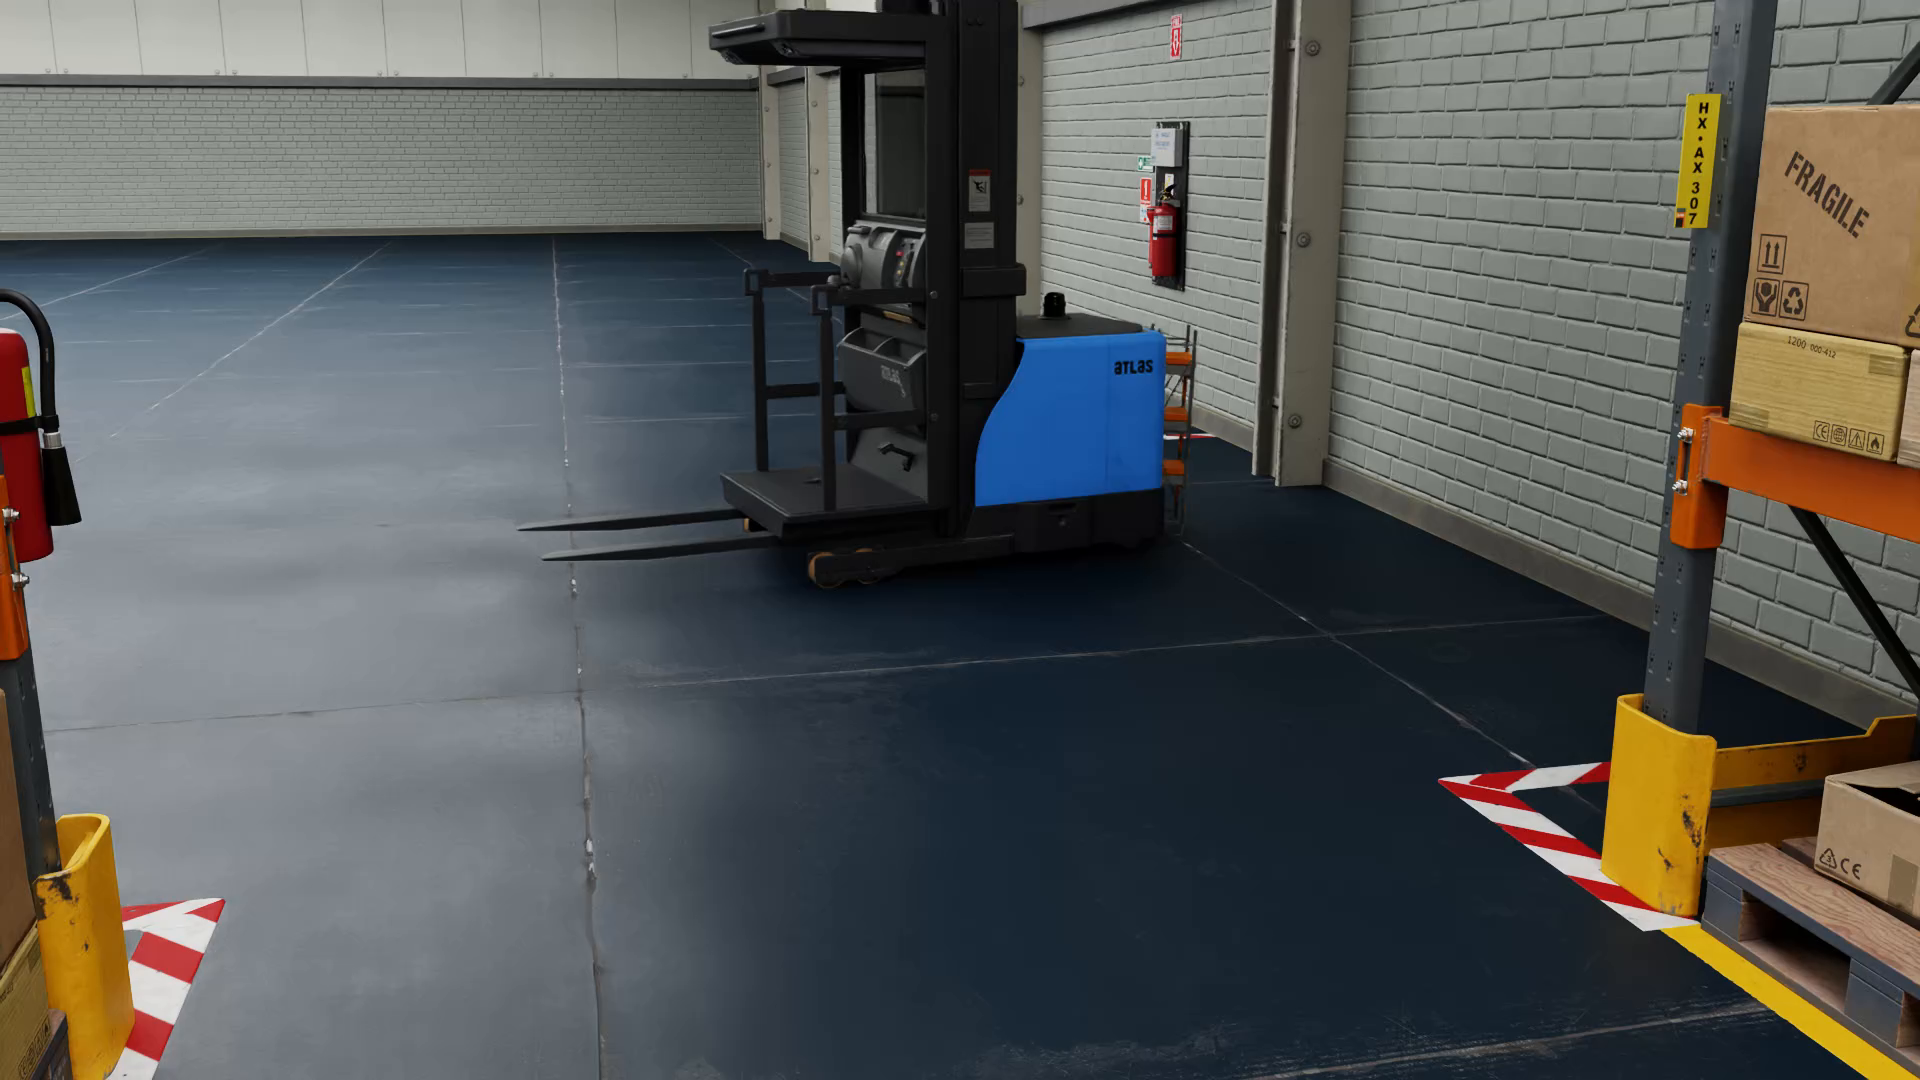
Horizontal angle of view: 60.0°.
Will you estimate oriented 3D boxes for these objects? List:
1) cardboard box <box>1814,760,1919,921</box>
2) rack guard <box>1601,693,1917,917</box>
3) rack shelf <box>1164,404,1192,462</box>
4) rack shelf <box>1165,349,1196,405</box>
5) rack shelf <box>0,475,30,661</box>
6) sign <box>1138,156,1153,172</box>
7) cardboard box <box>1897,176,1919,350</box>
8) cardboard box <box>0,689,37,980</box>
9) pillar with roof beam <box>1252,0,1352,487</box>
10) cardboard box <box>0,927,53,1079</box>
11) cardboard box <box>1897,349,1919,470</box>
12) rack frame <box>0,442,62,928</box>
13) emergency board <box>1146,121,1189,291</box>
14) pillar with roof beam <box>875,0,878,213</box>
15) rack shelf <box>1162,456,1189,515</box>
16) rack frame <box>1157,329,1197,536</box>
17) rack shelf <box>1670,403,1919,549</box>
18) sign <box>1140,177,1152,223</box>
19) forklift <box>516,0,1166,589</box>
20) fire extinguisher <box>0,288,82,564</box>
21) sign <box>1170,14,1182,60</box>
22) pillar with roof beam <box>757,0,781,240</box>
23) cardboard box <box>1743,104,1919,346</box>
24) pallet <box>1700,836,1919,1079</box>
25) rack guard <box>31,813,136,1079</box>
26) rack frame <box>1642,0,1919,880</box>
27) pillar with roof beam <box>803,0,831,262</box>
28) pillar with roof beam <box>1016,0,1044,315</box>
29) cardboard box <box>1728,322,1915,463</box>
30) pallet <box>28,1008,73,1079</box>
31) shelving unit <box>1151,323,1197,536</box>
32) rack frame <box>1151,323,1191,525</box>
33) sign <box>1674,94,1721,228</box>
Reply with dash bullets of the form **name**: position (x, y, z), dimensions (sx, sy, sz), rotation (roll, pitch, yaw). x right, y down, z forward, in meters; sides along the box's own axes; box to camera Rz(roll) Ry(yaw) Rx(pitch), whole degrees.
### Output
- **cardboard box**: position (2.442, 0.704, 3.962), dimensions (0.500, 0.311, 0.500), rotation (-5, 15, -20)
- **rack guard**: position (2.385, 0.679, 4.593), dimensions (1.175, 0.500, 0.348), rotation (-3, 14, -13)
- **rack shelf**: position (1.060, -0.554, 8.511), dimensions (0.215, 0.259, 0.240), rotation (2, 14, -1)
- **rack shelf**: position (1.070, -0.830, 8.444), dimensions (0.215, 0.259, 0.240), rotation (2, 14, -1)
- **rack shelf**: position (-1.978, 0.535, 1.432), dimensions (1.077, 0.370, 4.000), rotation (-3, 14, -13)
- **sign**: position (1.383, -2.802, 12.385), dimensions (0.001, 0.109, 0.331), rotation (-3, 14, -13)
- **cardboard box**: position (2.293, -0.612, 3.307), dimensions (0.500, 0.500, 0.500), rotation (-3, 14, -13)
- **cardboard box**: position (-2.032, 0.599, 2.984), dimensions (0.500, 0.500, 0.500), rotation (-3, 14, -13)
- **pillar with roof beam**: position (-2.222, -4.498, 7.876), dimensions (9.100, 9.000, 0.400), rotation (-3, 14, -13)
- **cardboard box**: position (-2.034, 0.963, 3.072), dimensions (0.500, 0.250, 0.500), rotation (-3, 14, -13)
- **cardboard box**: position (2.309, -0.240, 3.364), dimensions (0.500, 0.250, 0.500), rotation (-4, 14, -15)
- **rack frame**: position (-2.447, -0.276, 3.235), dimensions (1.000, 3.000, 0.127), rotation (-3, 14, -13)
- **emergency board**: position (1.420, -2.396, 11.913), dimensions (0.194, 1.169, 0.643), rotation (-3, 14, -13)
- **pillar with roof beam**: position (-5.040, -7.266, 19.207), dimensions (9.100, 9.000, 0.400), rotation (-3, 14, -13)
- **rack shelf**: position (1.050, -0.284, 8.577), dimensions (0.215, 0.259, 0.240), rotation (2, 14, -1)
- **rack frame**: position (1.061, -0.536, 8.390), dimensions (0.200, 1.050, 0.008), rotation (2, 14, -1)
- **rack shelf**: position (2.837, 0.258, 2.565), dimensions (1.077, 0.370, 4.000), rotation (-3, 14, -13)
- **sign**: position (1.390, -2.546, 12.454), dimensions (0.001, 0.329, 0.234), rotation (-3, 14, -13)
- **forklift**: position (-0.550, -1.343, 7.749), dimensions (3.031, 2.935, 1.130), rotation (-6, 15, -23)
- **fire extinguisher**: position (-2.024, -0.291, 3.462), dimensions (0.296, 0.674, 0.183), rotation (-3, 14, -13)
- **sign**: position (1.515, -3.529, 11.668), dimensions (0.001, 0.298, 0.199), rotation (-3, 14, -13)
- **pillar with roof beam**: position (-7.858, -10.034, 30.539), dimensions (9.100, 9.000, 0.400), rotation (-3, 14, -13)
- **cardboard box**: position (2.187, -0.727, 3.776), dimensions (0.500, 0.500, 0.500), rotation (-3, 14, -13)
- **pallet**: position (2.541, 1.009, 3.853), dimensions (1.003, 0.211, 1.213), rotation (-3, 14, -13)
- **rack guard**: position (-2.453, 0.933, 3.554), dimensions (1.175, 0.500, 0.348), rotation (-3, 14, -13)
- **rack frame**: position (2.367, -0.553, 4.369), dimensions (1.000, 3.000, 0.127), rotation (-3, 14, -13)
- **pillar with roof beam**: position (-6.449, -8.650, 24.873), dimensions (9.100, 9.000, 0.400), rotation (-3, 14, -13)
- **pillar with roof beam**: position (-3.631, -5.882, 13.542), dimensions (9.100, 9.000, 0.400), rotation (-3, 14, -13)
- **cardboard box**: position (2.173, -0.359, 3.851), dimensions (0.500, 0.250, 0.500), rotation (-4, 14, -15)
- **pallet**: position (-2.227, 1.253, 2.853), dimensions (1.003, 0.211, 1.213), rotation (-3, 14, -13)
- **shelving unit**: position (1.060, -0.565, 8.509), dimensions (0.215, 1.050, 0.252), rotation (2, 14, -1)
- **rack frame**: position (1.059, -0.594, 8.627), dimensions (0.200, 1.050, 0.008), rotation (2, 14, -1)
- **sign**: position (1.840, -0.943, 4.142), dimensions (0.100, 0.325, 0.005), rotation (-3, 14, -13)
